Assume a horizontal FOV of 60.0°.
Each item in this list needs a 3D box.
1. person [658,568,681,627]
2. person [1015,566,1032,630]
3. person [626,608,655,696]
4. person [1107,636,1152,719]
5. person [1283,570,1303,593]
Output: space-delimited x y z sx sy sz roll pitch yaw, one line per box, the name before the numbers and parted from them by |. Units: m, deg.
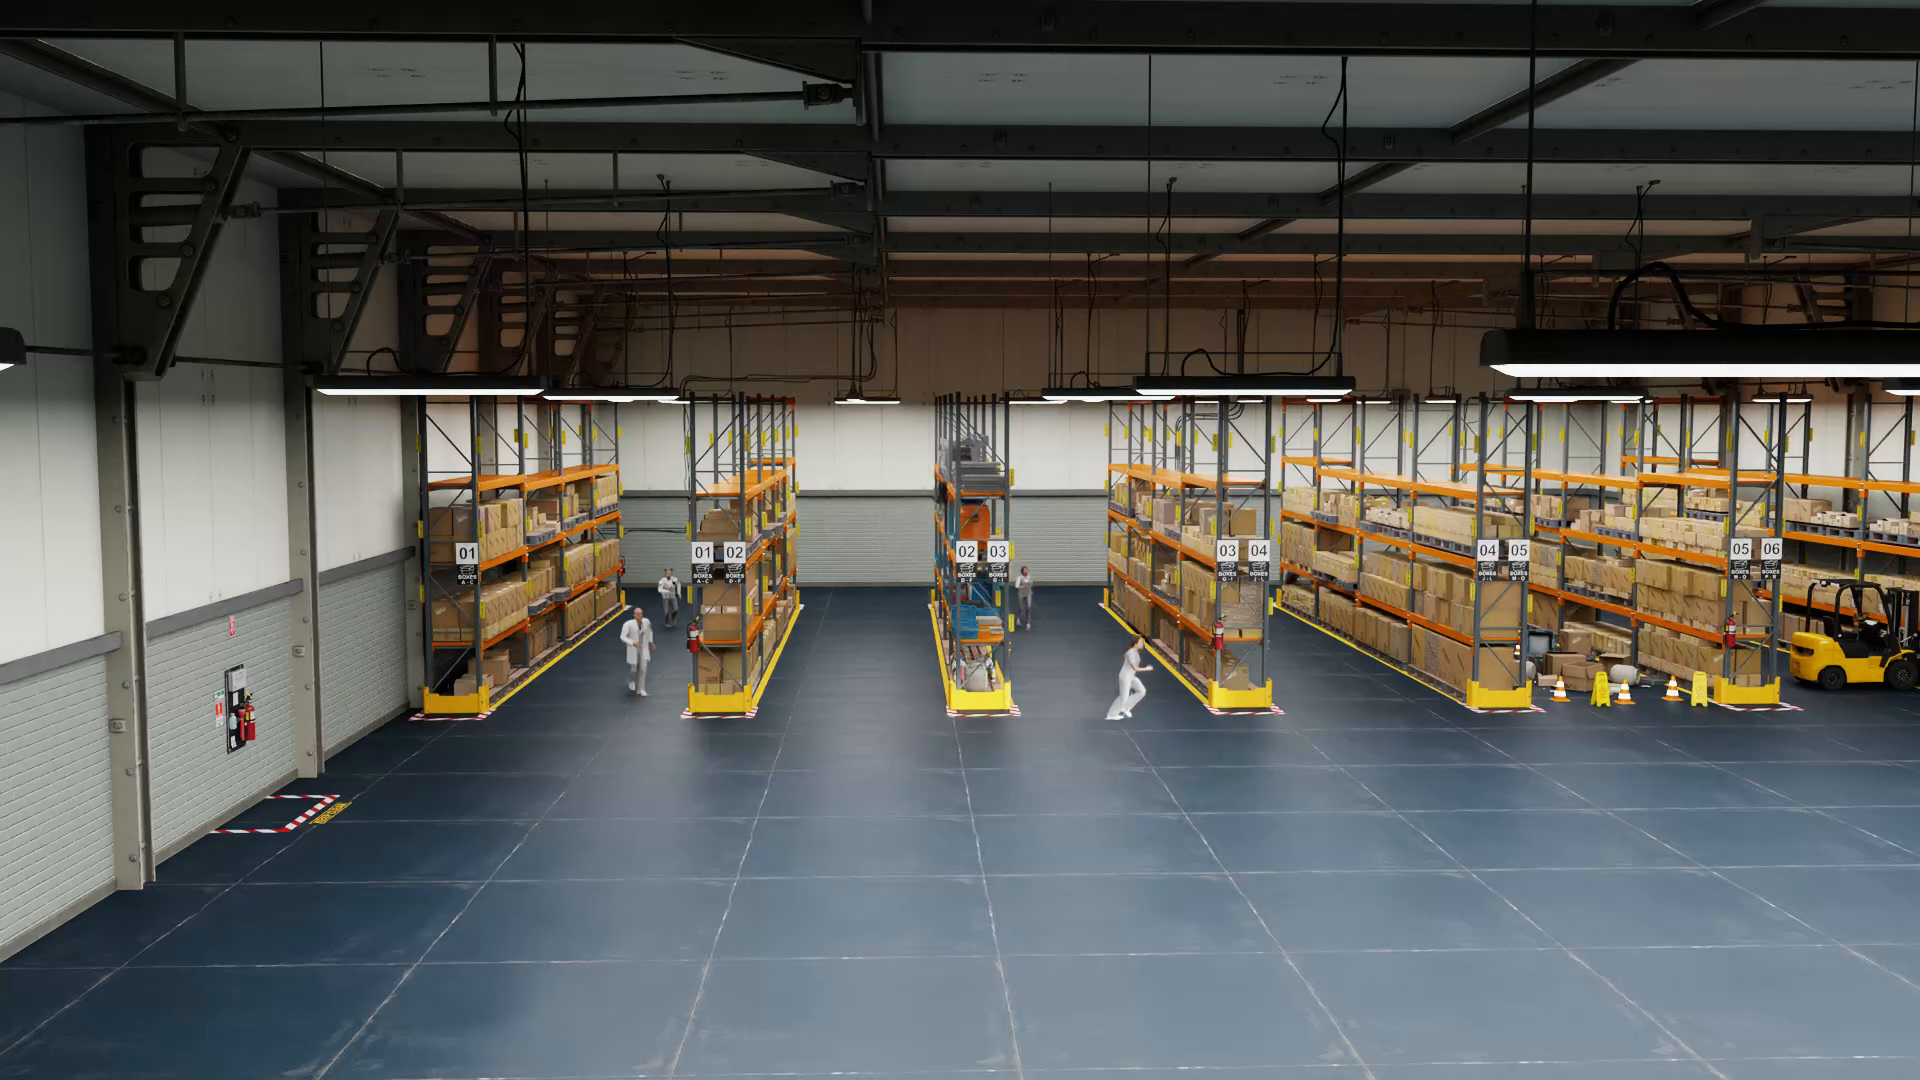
person | -7.487 1.491 42.903 0.611 1.578 0.844 -1 5 -17
person | 1.647 1.468 42.930 0.525 1.626 0.824 -1 5 -16
person | -6.451 2.292 33.151 0.661 1.537 0.962 -2 5 -25
person | 3.107 2.507 30.291 0.856 1.561 0.555 2 5 21
person | 9.807 0.955 48.758 1.010 1.781 0.765 0 5 2
